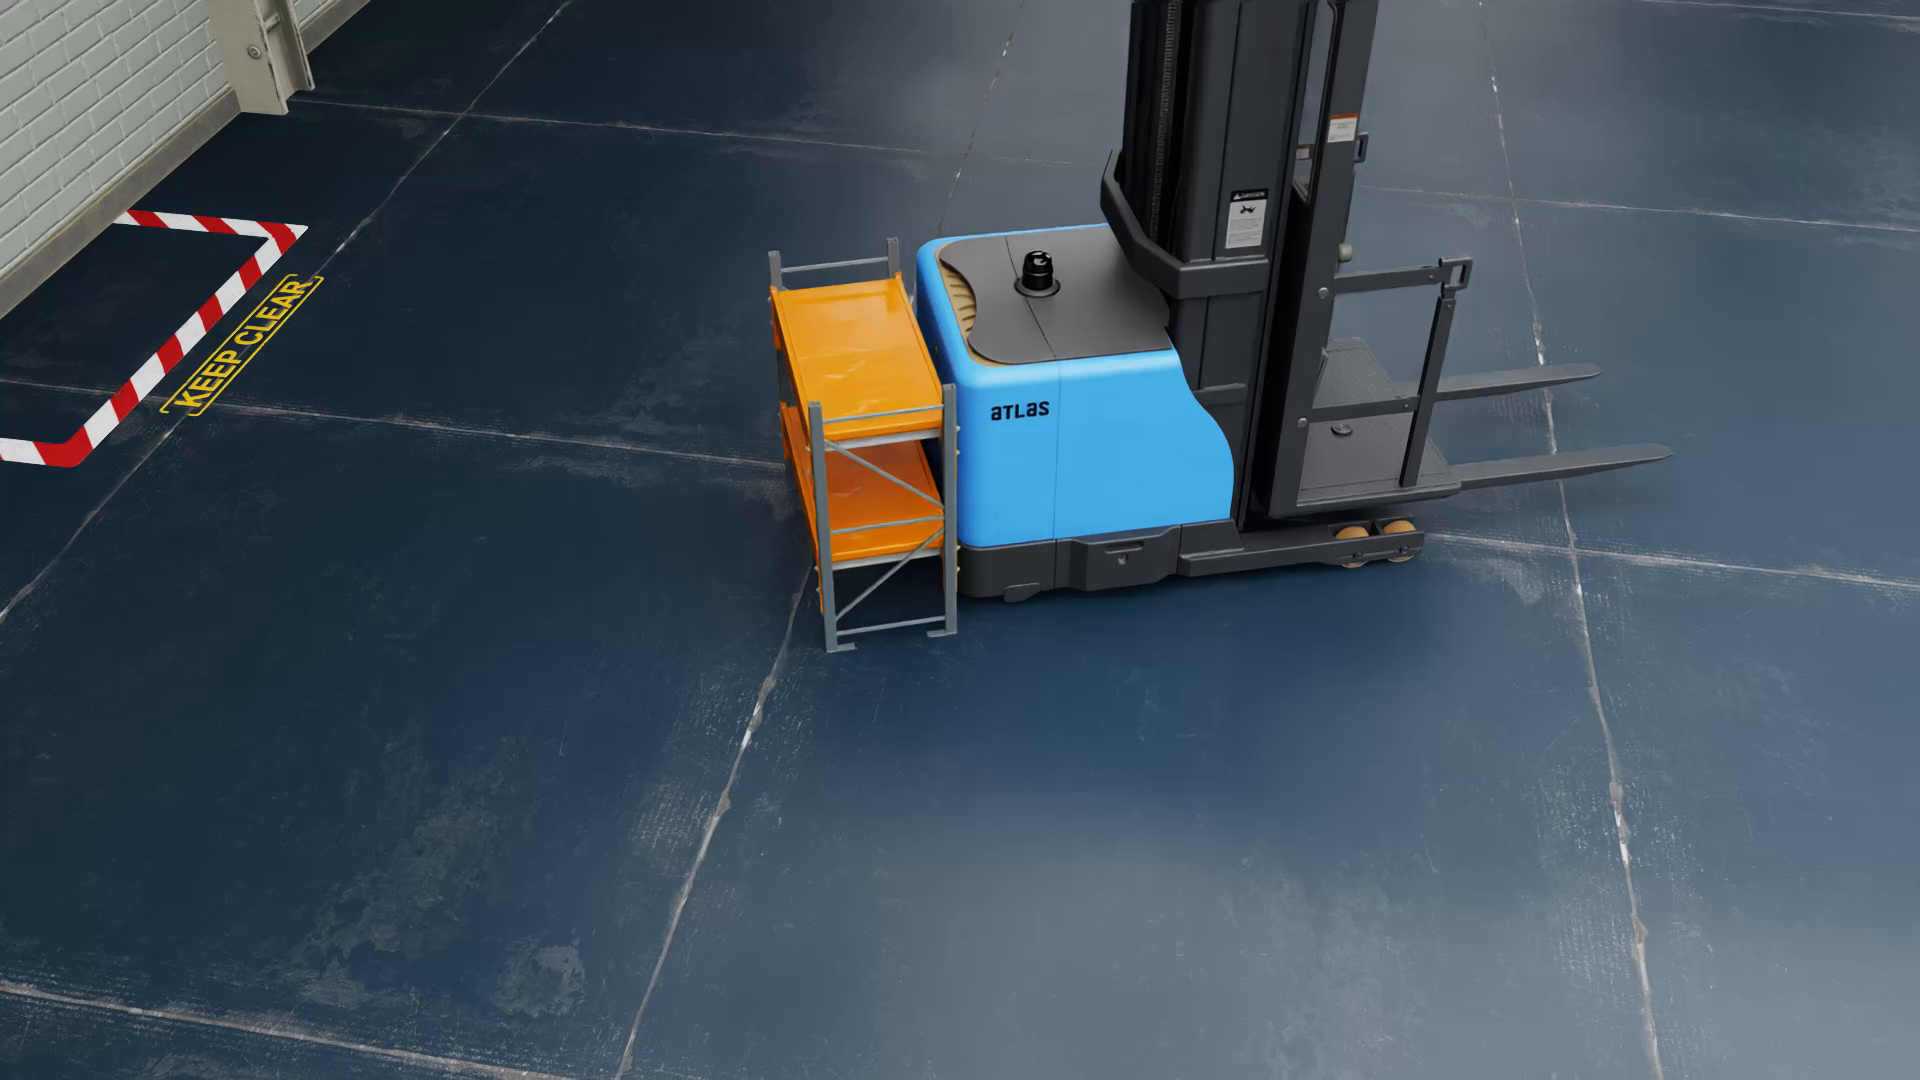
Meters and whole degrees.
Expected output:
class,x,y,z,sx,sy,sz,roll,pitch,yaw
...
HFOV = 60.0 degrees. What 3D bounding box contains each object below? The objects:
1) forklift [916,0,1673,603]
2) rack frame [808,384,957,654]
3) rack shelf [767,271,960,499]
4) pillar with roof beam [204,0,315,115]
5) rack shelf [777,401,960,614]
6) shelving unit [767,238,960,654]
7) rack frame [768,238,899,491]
class,x,y,z,sx,sy,sz,roll,pitch,yaw
forklift,1.383,-1.345,6.076,3.031,2.935,1.130,-7,40,-8
rack frame,-0.260,-0.052,5.930,0.500,1.125,0.032,-8,40,-10
rack shelf,-0.371,-0.594,6.126,0.538,0.278,1.000,-8,40,-10
pillar with roof beam,0.153,-5.631,6.498,9.100,9.000,0.400,6,40,8
rack shelf,-0.371,-0.180,6.468,0.538,0.278,1.000,-8,40,-10
shelving unit,-0.371,-0.368,6.312,0.538,1.125,1.048,-8,40,-10
rack frame,-0.482,-0.684,6.694,0.500,1.125,0.032,-8,40,-10
